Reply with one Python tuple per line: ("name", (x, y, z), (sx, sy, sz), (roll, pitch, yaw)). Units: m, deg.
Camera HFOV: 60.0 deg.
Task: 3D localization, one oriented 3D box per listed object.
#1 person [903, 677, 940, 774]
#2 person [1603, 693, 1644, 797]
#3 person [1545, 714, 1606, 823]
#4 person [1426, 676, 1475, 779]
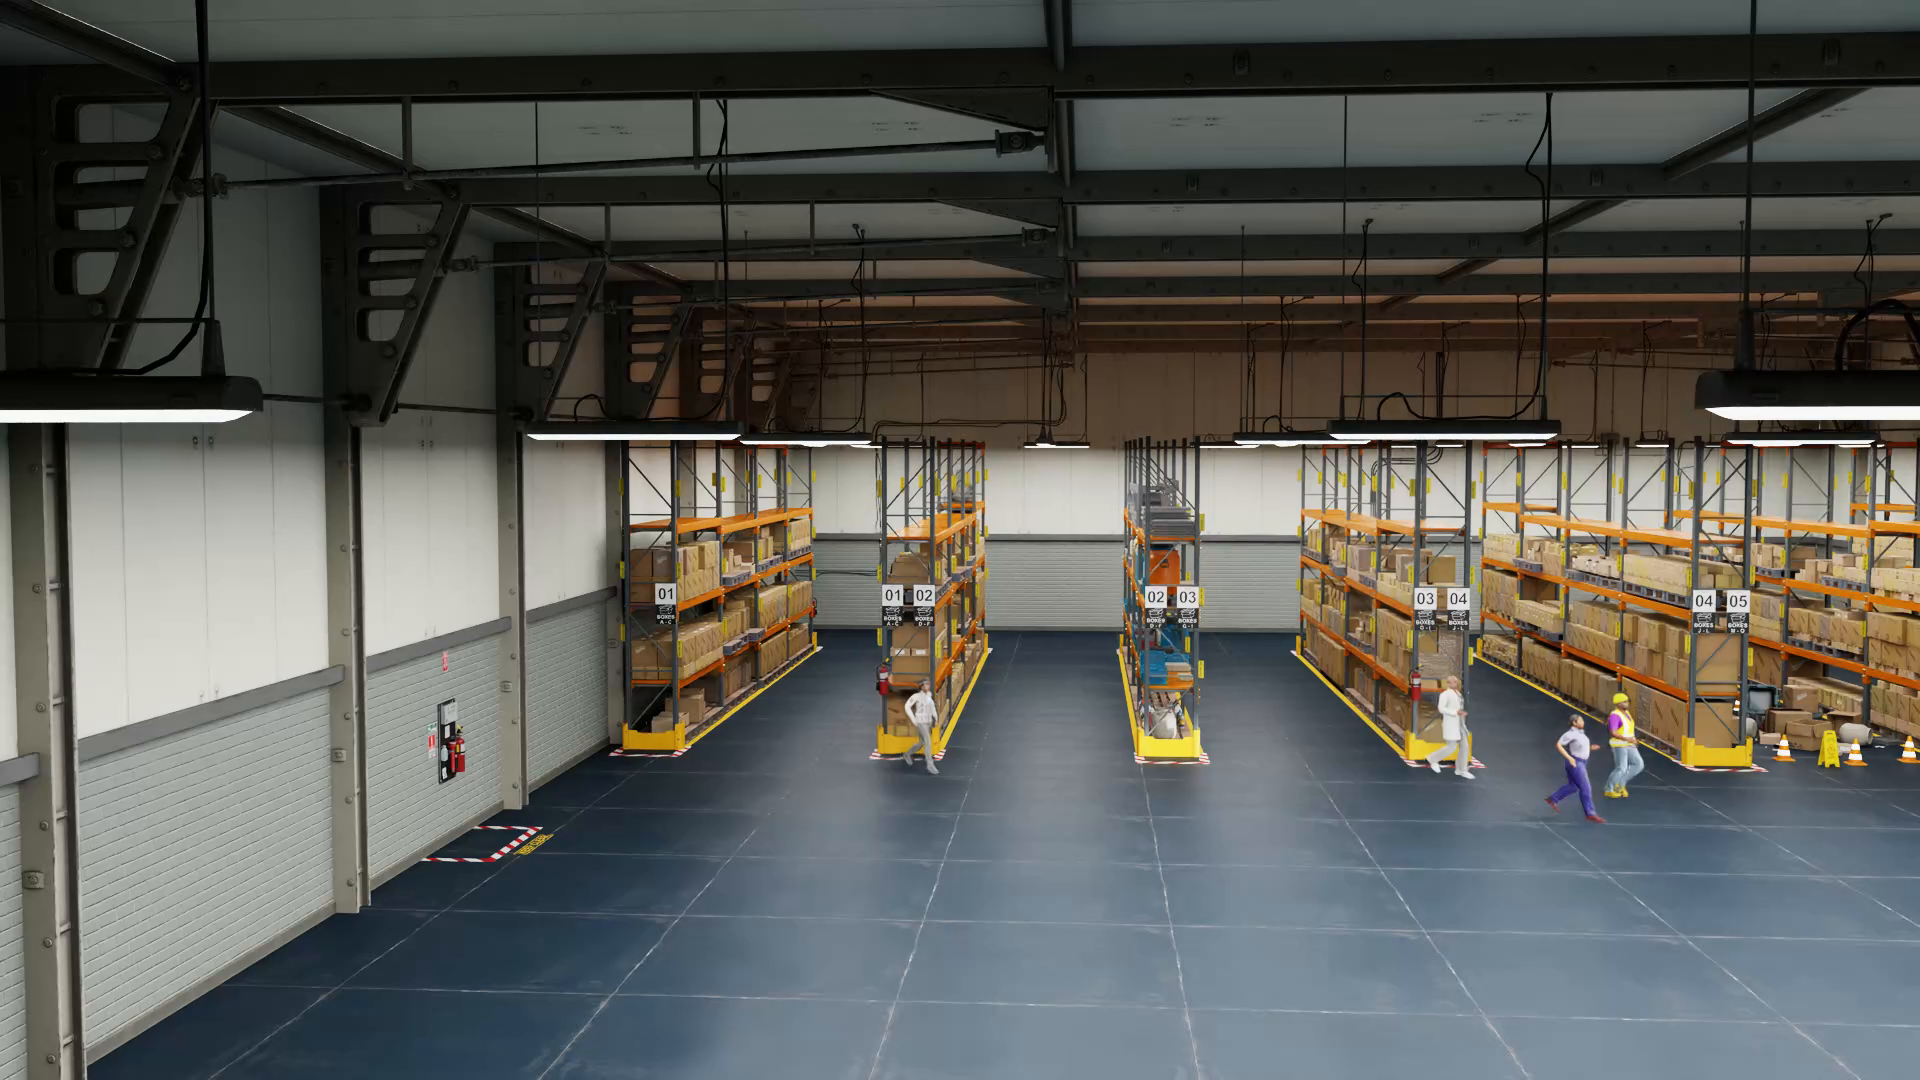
("person", (-0.668, 3.293, 29.777), (0.856, 1.707, 0.635), (2, 4, 35))
("person", (10.924, 3.381, 27.376), (0.617, 1.725, 0.702), (3, 4, 44))
("person", (9.533, 3.508, 25.743), (0.943, 1.622, 0.605), (2, 4, 32))
("person", (8.623, 3.276, 29.218), (0.702, 1.790, 0.862), (-3, 4, -44))
